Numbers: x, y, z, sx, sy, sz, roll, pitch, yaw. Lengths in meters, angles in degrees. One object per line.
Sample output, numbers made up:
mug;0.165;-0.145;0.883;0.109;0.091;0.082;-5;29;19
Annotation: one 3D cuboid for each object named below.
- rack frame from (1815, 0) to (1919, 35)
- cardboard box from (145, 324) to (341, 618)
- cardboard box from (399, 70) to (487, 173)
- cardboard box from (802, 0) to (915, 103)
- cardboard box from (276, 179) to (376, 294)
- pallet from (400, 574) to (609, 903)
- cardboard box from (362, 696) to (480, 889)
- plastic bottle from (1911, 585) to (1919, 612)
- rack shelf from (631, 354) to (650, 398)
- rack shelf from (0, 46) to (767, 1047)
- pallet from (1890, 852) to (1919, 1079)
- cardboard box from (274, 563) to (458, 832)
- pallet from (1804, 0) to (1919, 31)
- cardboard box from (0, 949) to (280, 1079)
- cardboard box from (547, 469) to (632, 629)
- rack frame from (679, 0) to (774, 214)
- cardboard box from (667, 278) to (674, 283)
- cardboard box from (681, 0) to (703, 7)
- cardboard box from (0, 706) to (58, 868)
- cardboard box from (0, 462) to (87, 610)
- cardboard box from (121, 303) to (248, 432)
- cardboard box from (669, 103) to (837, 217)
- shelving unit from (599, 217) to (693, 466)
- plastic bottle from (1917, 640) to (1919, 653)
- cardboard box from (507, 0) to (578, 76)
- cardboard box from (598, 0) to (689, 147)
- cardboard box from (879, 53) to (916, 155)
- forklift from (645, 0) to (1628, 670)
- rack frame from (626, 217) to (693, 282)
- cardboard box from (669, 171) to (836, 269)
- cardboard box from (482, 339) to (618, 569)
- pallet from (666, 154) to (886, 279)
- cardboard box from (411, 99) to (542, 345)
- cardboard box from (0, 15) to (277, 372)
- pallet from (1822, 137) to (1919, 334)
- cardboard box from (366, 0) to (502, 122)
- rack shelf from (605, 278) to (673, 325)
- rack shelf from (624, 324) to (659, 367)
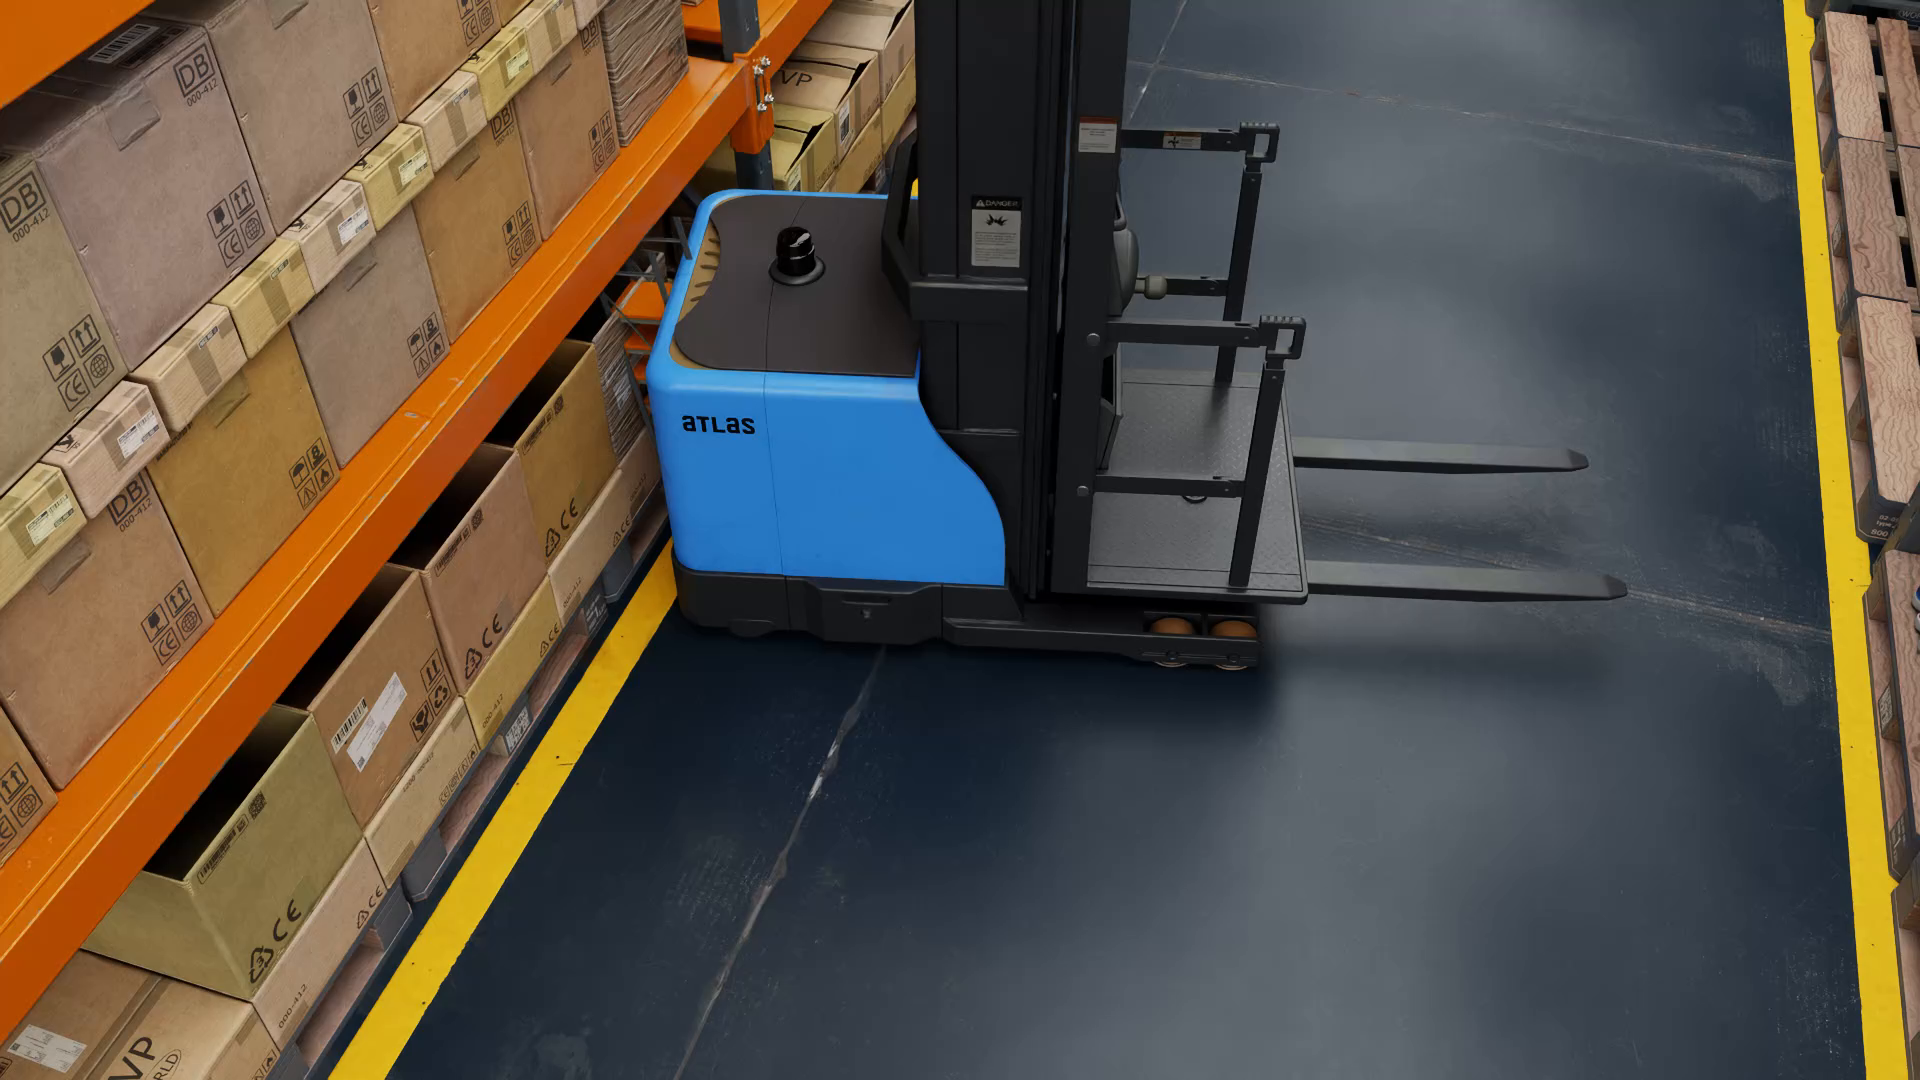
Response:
rack frame;4.768;-3.497;7.179;1.000;3.000;0.127;13;46;13
cardboard box;-1.911;-0.241;3.781;0.700;0.500;0.500;13;46;13
cardboard box;-1.427;-1.078;4.171;0.380;0.149;0.250;14;46;14
cardboard box;-0.488;-2.151;7.068;0.500;0.311;0.500;11;45;11
cardboard box;-1.584;-0.724;3.810;0.380;0.149;0.250;13;46;13
pallet;-1.812;0.451;5.138;1.003;0.211;1.213;13;46;13
cardboard box;-1.700;0.639;4.618;0.500;0.250;0.500;13;46;13
plastic bottle;3.042;0.106;5.133;0.097;0.271;0.097;0;44;0
rack shelf;-0.902;-0.537;5.322;0.258;0.103;0.180;6;45;19
rack shelf;-1.769;-0.292;4.418;1.077;0.370;4.000;13;46;13
pallet;2.946;1.420;4.148;1.003;0.211;1.213;13;46;13
cardboard box;-1.711;0.368;4.359;0.500;0.500;0.500;13;46;13
pallet;4.967;-3.035;8.701;1.003;0.211;1.213;13;46;13
cardboard box;-2.000;1.306;3.937;0.500;0.250;0.500;13;46;13
cardboard box;-1.394;-0.027;5.299;0.500;0.250;0.500;13;46;13
rack frame;-1.163;-1.883;5.529;1.000;3.000;0.127;13;46;13
cardboard box;-1.095;-0.695;5.981;0.500;0.250;0.500;13;46;13
cardboard box;-1.056;-2.166;5.927;0.500;0.250;0.500;15;46;15
cardboard box;-2.221;0.439;3.085;0.700;0.500;0.500;13;46;13
cardboard box;-1.896;-0.042;3.113;0.380;0.149;0.250;13;46;13
cardboard box;-1.739;-0.388;3.467;0.380;0.149;0.250;11;45;11
cardboard box;-0.801;-1.473;6.375;0.500;0.311;0.500;13;46;13
shelving unit;-0.891;-0.482;5.372;0.258;1.200;0.189;6;45;19
plastic bottle;2.981;0.267;5.019;0.097;0.201;0.097;0;44;0
cardboard box;-1.274;-1.409;4.510;0.380;0.149;0.250;12;46;12
cardboard box;-1.292;-1.621;5.191;0.700;0.500;0.500;11;46;11
cardboard box;-0.495;-1.953;7.266;0.500;0.250;0.500;11;45;11
forklift;0.623;-1.018;4.695;3.031;2.935;1.130;3;44;3
rack frame;-0.863;-0.544;5.433;0.240;1.200;0.006;6;45;19
cardboard box;-0.805;-1.266;6.565;0.500;0.250;0.500;12;46;12
cardboard box;-1.406;-0.298;5.039;0.500;0.500;0.500;13;46;13
pallet;-0.977;-1.385;7.015;1.003;0.211;1.213;13;46;13
cardboard box;-1.601;-0.935;4.489;0.700;0.500;0.500;13;46;13
cardboard box;-1.899;-0.747;3.370;0.700;0.500;0.500;13;46;13
pallet;4.125;-1.182;6.807;1.003;0.211;1.213;13;46;13
cardboard box;-1.596;-1.414;4.051;0.700;0.500;0.500;13;46;12
rack shelf;-0.940;-0.712;5.161;0.258;0.103;0.180;6;45;19
rack shelf;-0.921;-0.624;5.241;0.258;0.103;0.180;6;45;19
